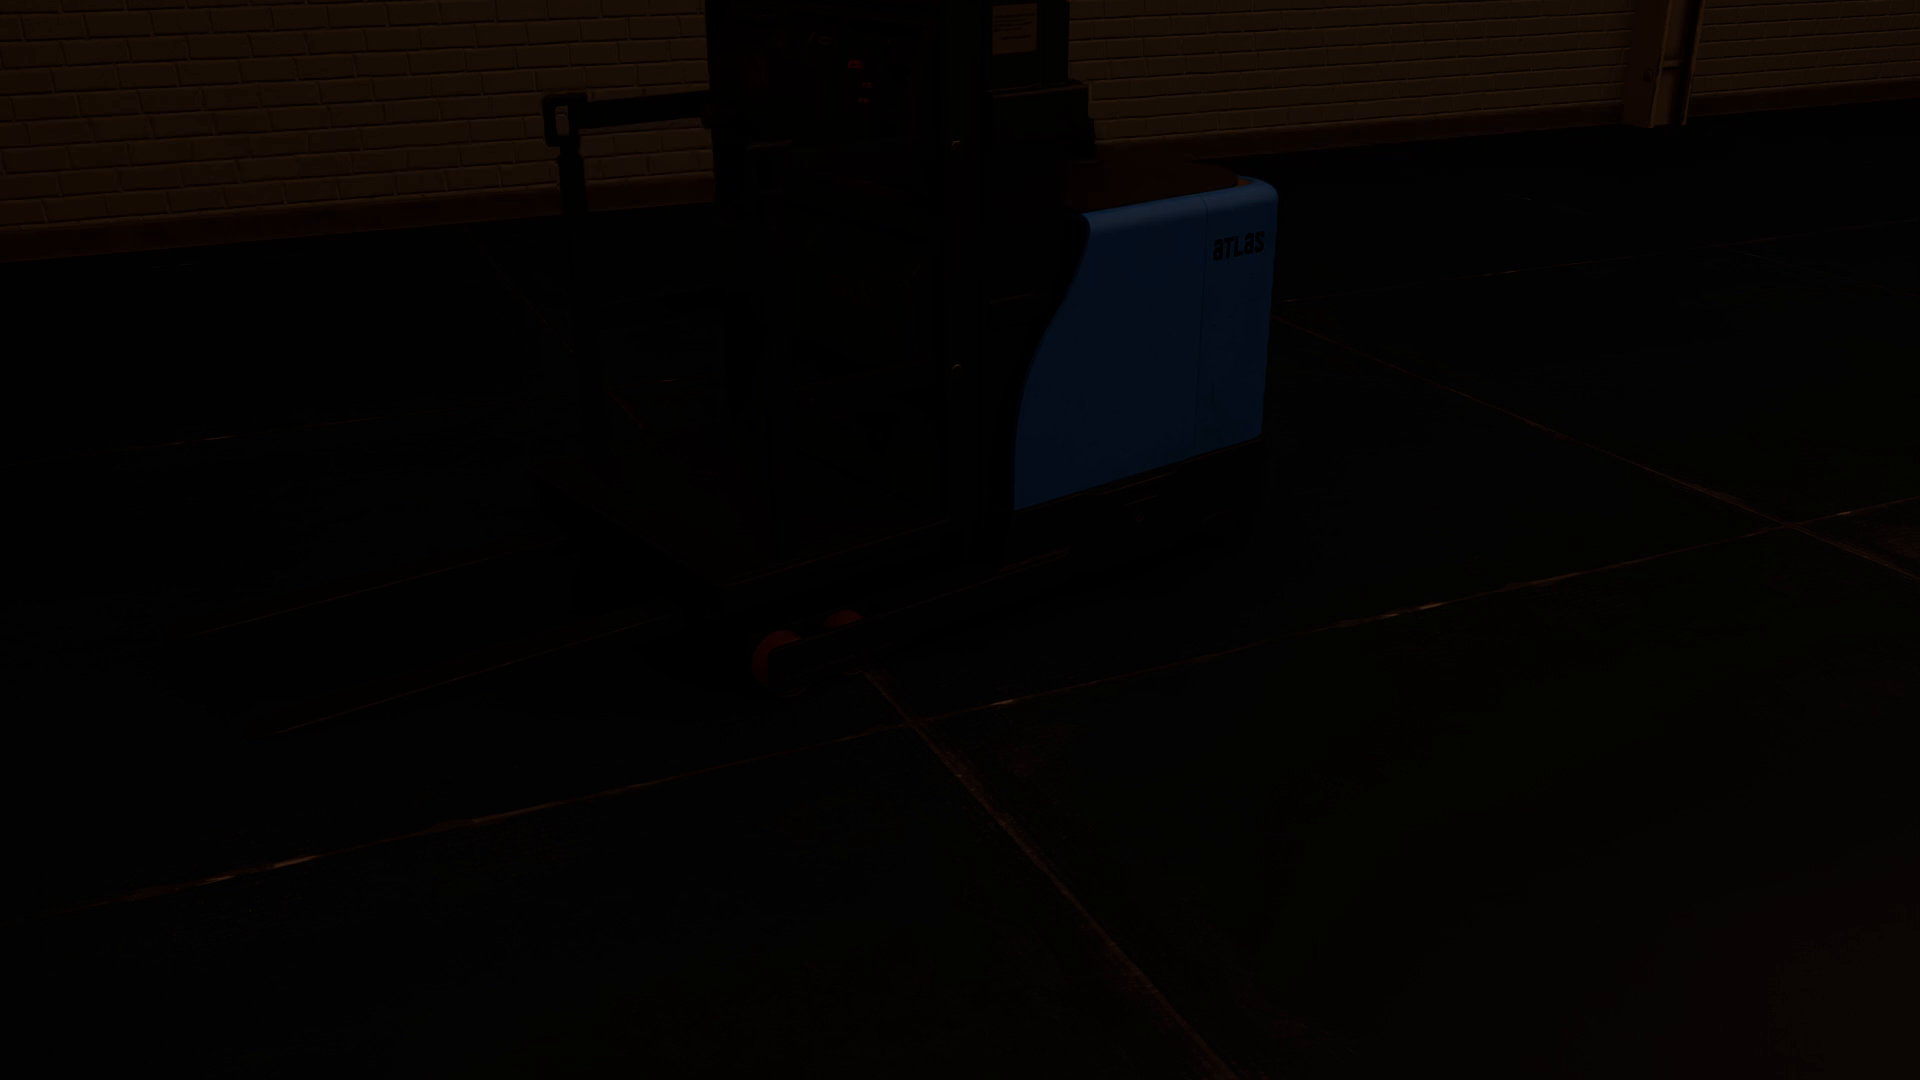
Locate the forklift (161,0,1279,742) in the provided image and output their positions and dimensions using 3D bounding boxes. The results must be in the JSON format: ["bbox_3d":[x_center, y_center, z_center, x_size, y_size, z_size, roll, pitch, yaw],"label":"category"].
[{"bbox_3d":[-0.529,-1.188,4.145,3.031,2.935,1.130,-17,28,-35],"label":"forklift"}]
